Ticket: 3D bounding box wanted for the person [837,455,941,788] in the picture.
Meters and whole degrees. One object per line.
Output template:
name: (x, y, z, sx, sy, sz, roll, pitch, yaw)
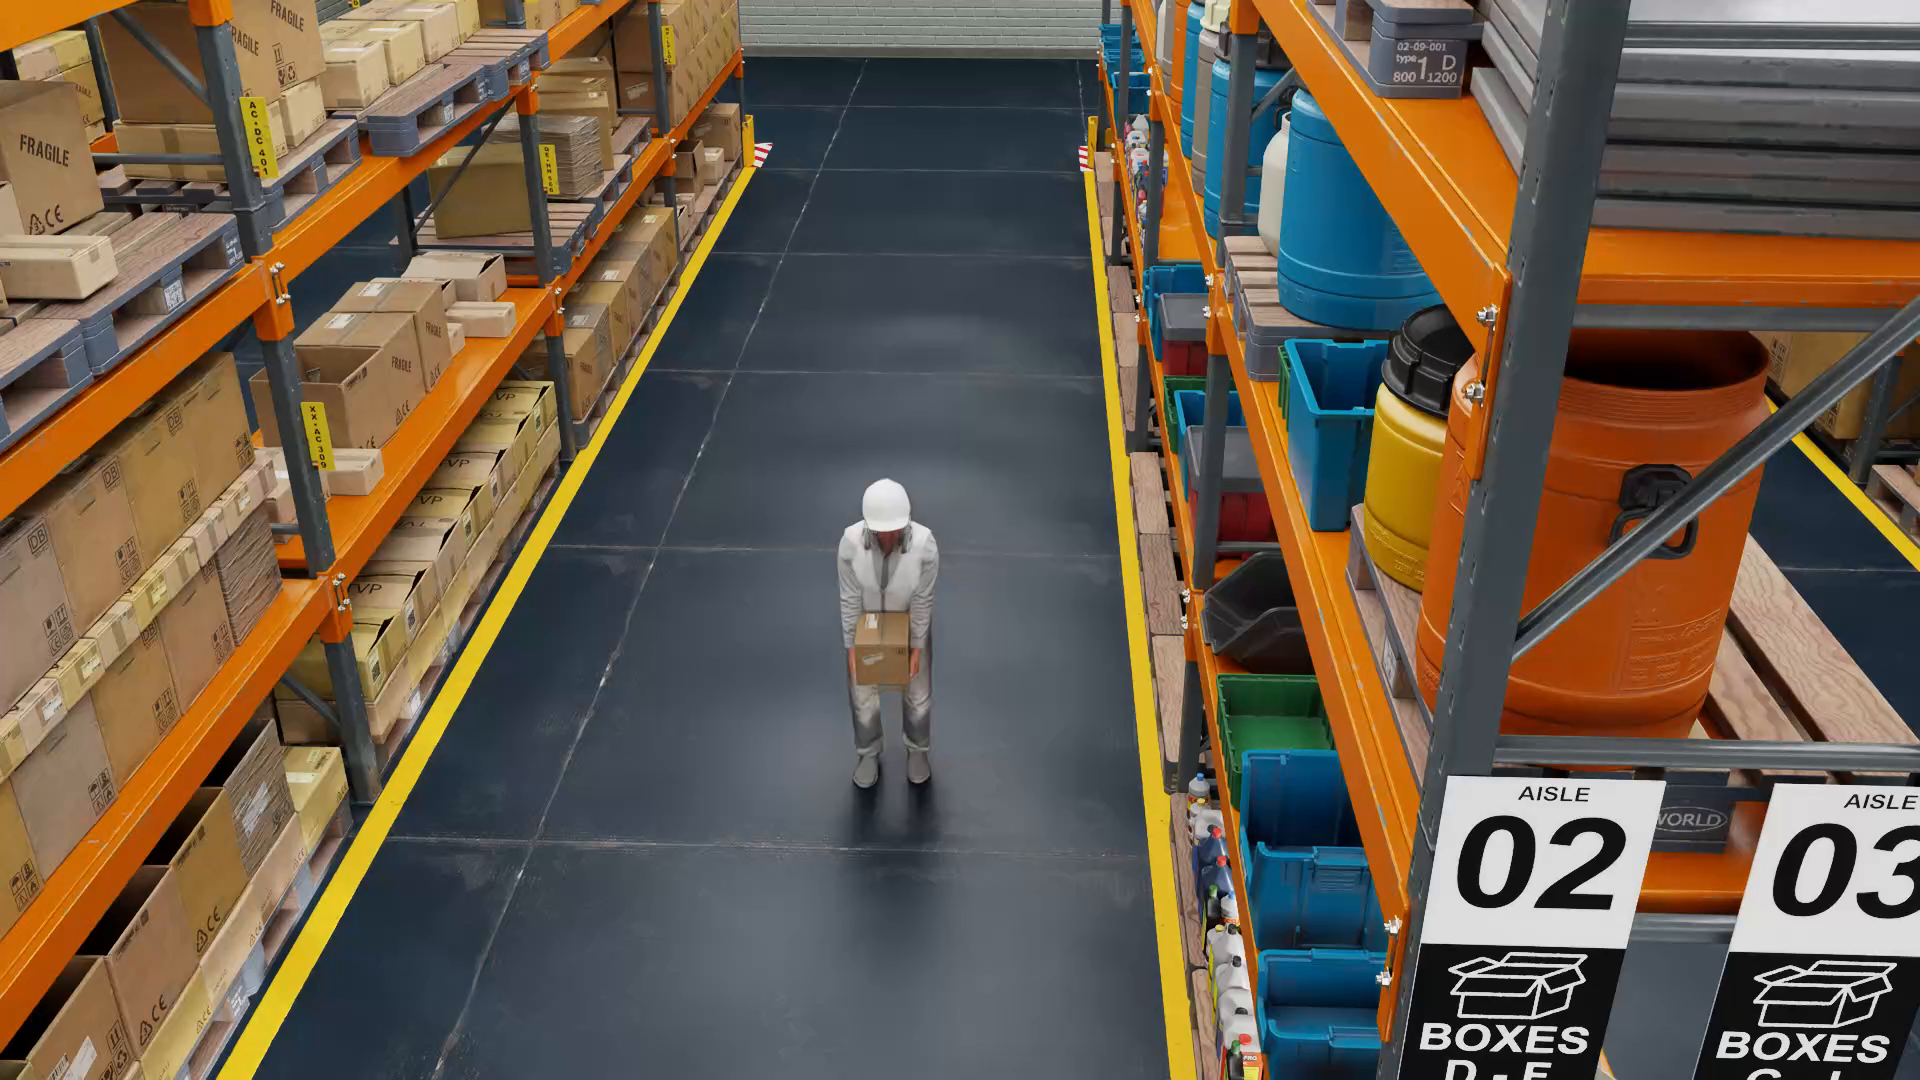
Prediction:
person: (-0.336, 0.410, 8.060, 0.491, 1.768, 0.567, 0, 28, 1)
